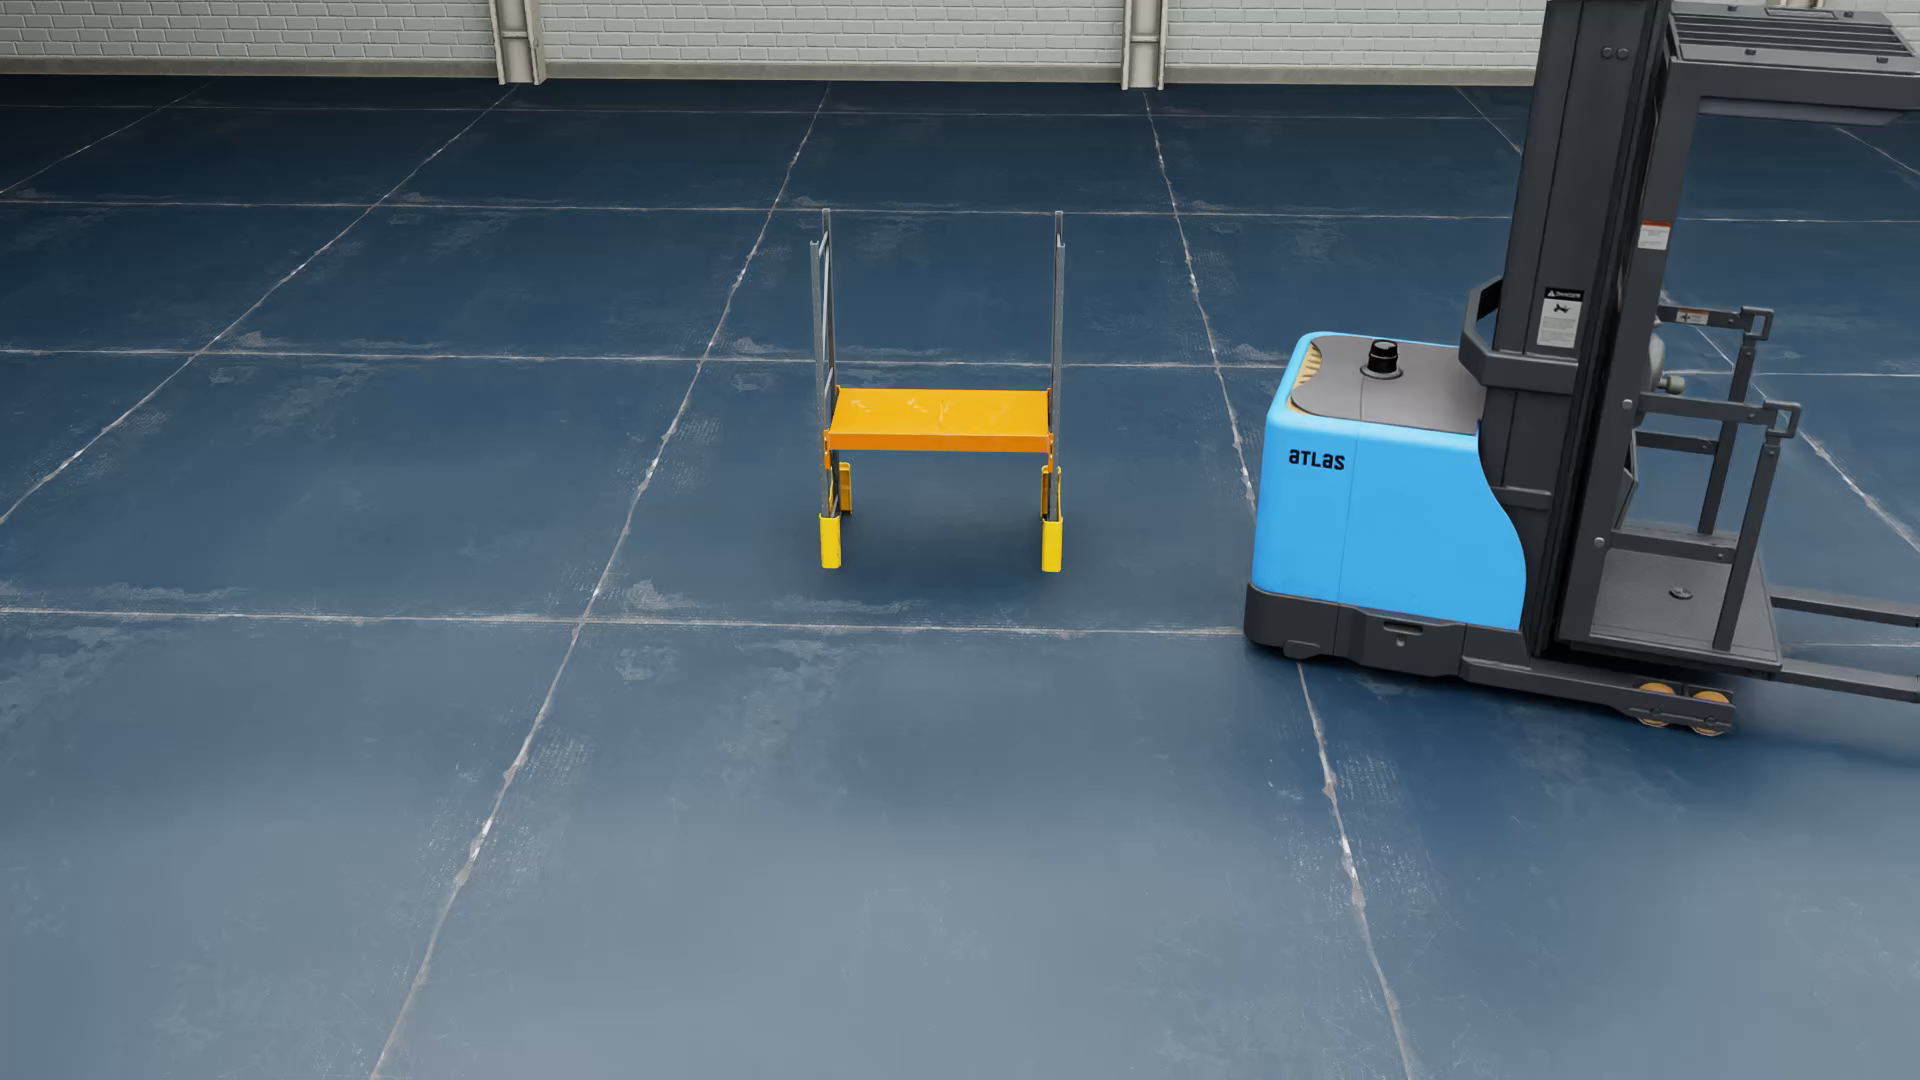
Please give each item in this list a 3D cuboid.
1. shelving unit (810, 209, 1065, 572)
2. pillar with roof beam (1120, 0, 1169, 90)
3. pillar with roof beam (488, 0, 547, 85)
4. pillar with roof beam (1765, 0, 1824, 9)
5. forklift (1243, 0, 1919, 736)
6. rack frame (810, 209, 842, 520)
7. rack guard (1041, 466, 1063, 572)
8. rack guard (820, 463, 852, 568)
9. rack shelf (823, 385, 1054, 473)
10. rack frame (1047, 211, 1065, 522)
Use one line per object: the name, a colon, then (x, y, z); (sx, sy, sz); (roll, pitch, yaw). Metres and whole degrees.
shelving unit: (-0.076, -0.664, 7.401); (1.083, 1.500, 0.587); (1, 28, 2)
pillar with roof beam: (1.595, -6.330, 10.084); (0.400, 9.000, 9.100); (1, 28, 2)
pillar with roof beam: (-4.401, -6.429, 10.271); (0.400, 9.000, 9.100); (1, 28, 2)
pillar with roof beam: (7.592, -6.231, 9.897); (0.400, 9.000, 9.100); (1, 28, 2)
forklift: (2.747, -0.828, 6.183); (3.031, 2.935, 1.130); (9, 29, 16)
rack frame: (-0.593, -0.672, 7.417); (0.032, 1.500, 0.500); (1, 28, 2)
rack guard: (0.422, -0.103, 7.678); (0.087, 0.250, 0.587); (1, 28, 2)
rack guard: (-0.574, -0.120, 7.709); (0.087, 0.250, 0.587); (1, 28, 2)
rack shelf: (-0.085, -0.505, 7.486); (1.000, 0.185, 0.538); (1, 28, 2)
rack frame: (0.423, -0.656, 7.386); (0.032, 1.500, 0.500); (1, 28, 2)
